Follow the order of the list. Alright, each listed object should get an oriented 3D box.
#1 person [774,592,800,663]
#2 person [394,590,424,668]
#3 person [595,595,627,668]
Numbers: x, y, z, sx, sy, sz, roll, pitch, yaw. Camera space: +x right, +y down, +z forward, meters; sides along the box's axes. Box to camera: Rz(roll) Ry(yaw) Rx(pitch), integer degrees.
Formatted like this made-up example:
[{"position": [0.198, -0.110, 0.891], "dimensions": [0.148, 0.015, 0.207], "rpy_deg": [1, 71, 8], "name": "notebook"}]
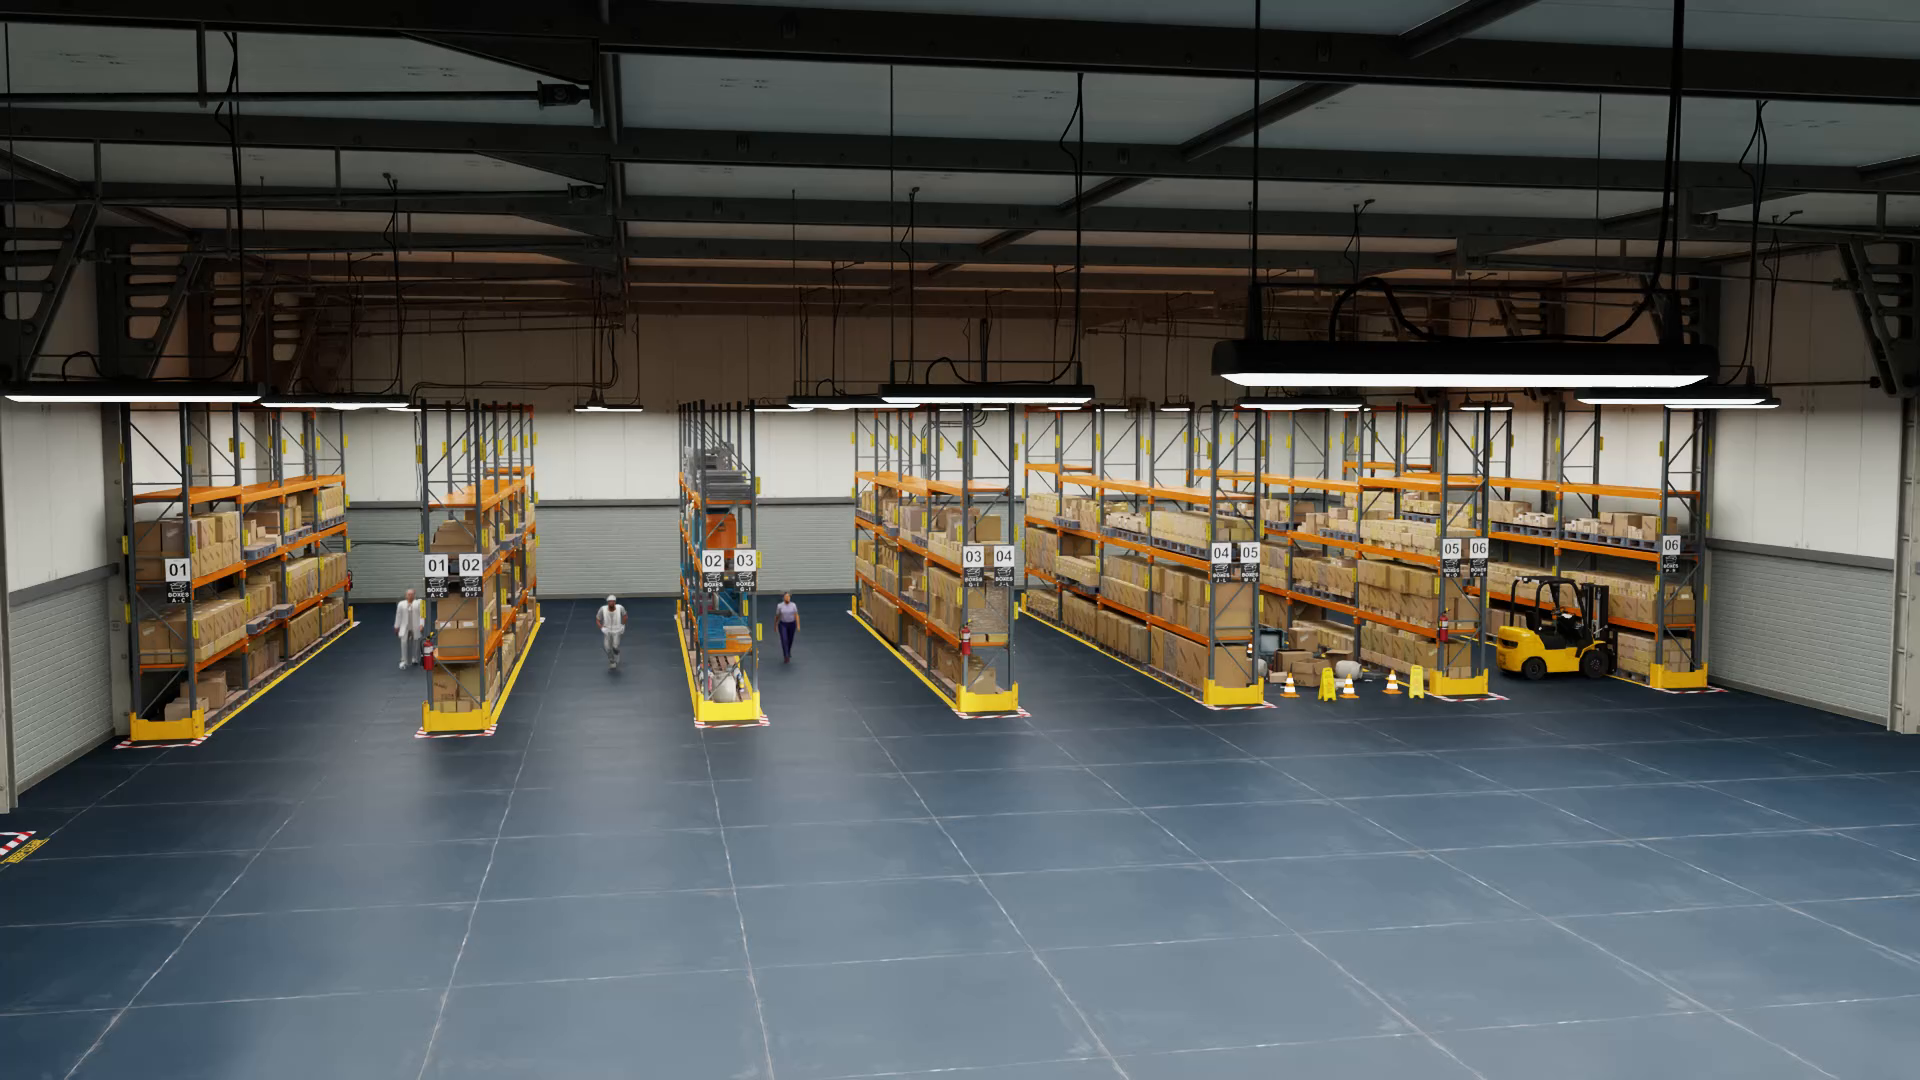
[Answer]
[{"position": [-4.005, 2.007, 38.594], "dimensions": [0.526, 1.569, 1.064], "rpy_deg": [-2, 5, -21], "name": "person"}, {"position": [-12.497, 1.988, 37.712], "dimensions": [0.668, 1.717, 1.114], "rpy_deg": [-1, 4, -15], "name": "person"}, {"position": [-7.850, 2.061, 37.455], "dimensions": [0.663, 1.681, 0.652], "rpy_deg": [0, 4, -3], "name": "person"}]
